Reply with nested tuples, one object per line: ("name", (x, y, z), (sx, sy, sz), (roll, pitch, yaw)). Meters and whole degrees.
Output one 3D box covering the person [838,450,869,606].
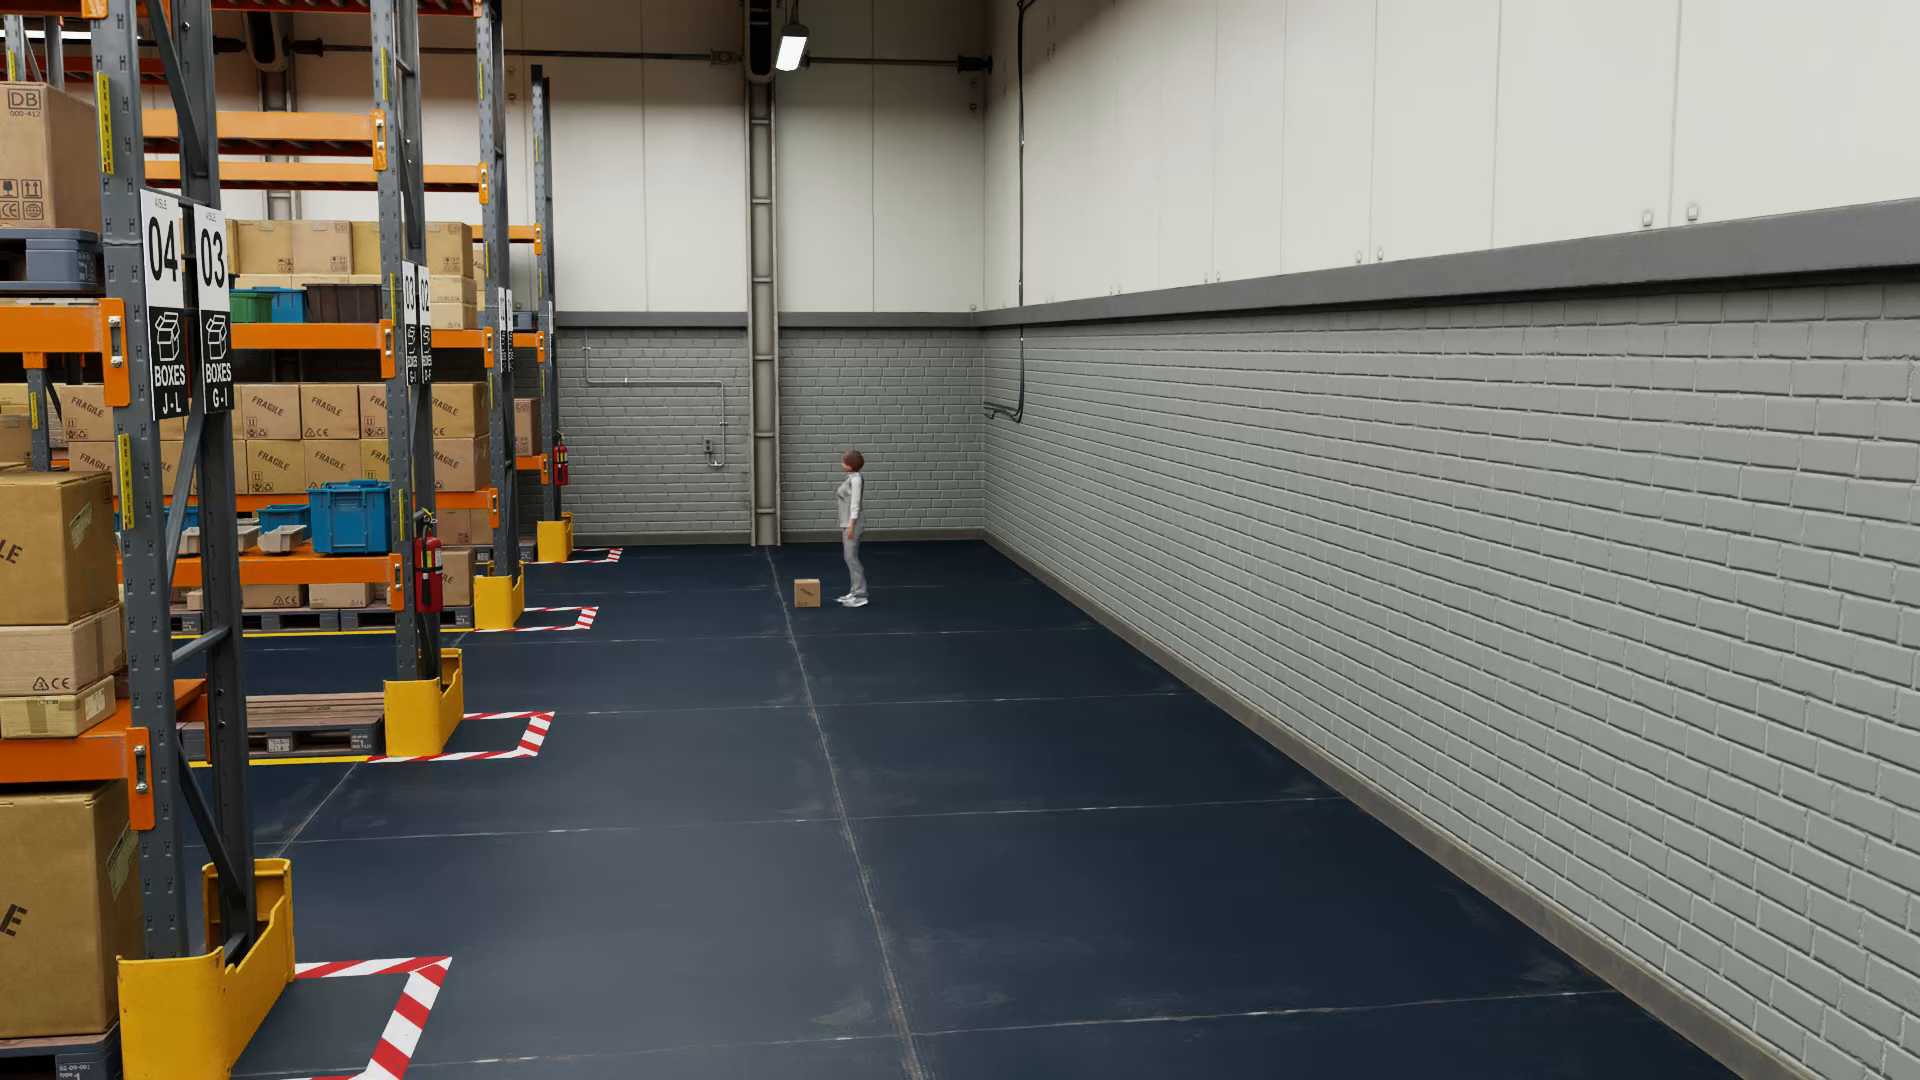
("person", (-1.105, -0.113, 17.111), (0.308, 1.609, 0.407), (-1, 7, -8))
